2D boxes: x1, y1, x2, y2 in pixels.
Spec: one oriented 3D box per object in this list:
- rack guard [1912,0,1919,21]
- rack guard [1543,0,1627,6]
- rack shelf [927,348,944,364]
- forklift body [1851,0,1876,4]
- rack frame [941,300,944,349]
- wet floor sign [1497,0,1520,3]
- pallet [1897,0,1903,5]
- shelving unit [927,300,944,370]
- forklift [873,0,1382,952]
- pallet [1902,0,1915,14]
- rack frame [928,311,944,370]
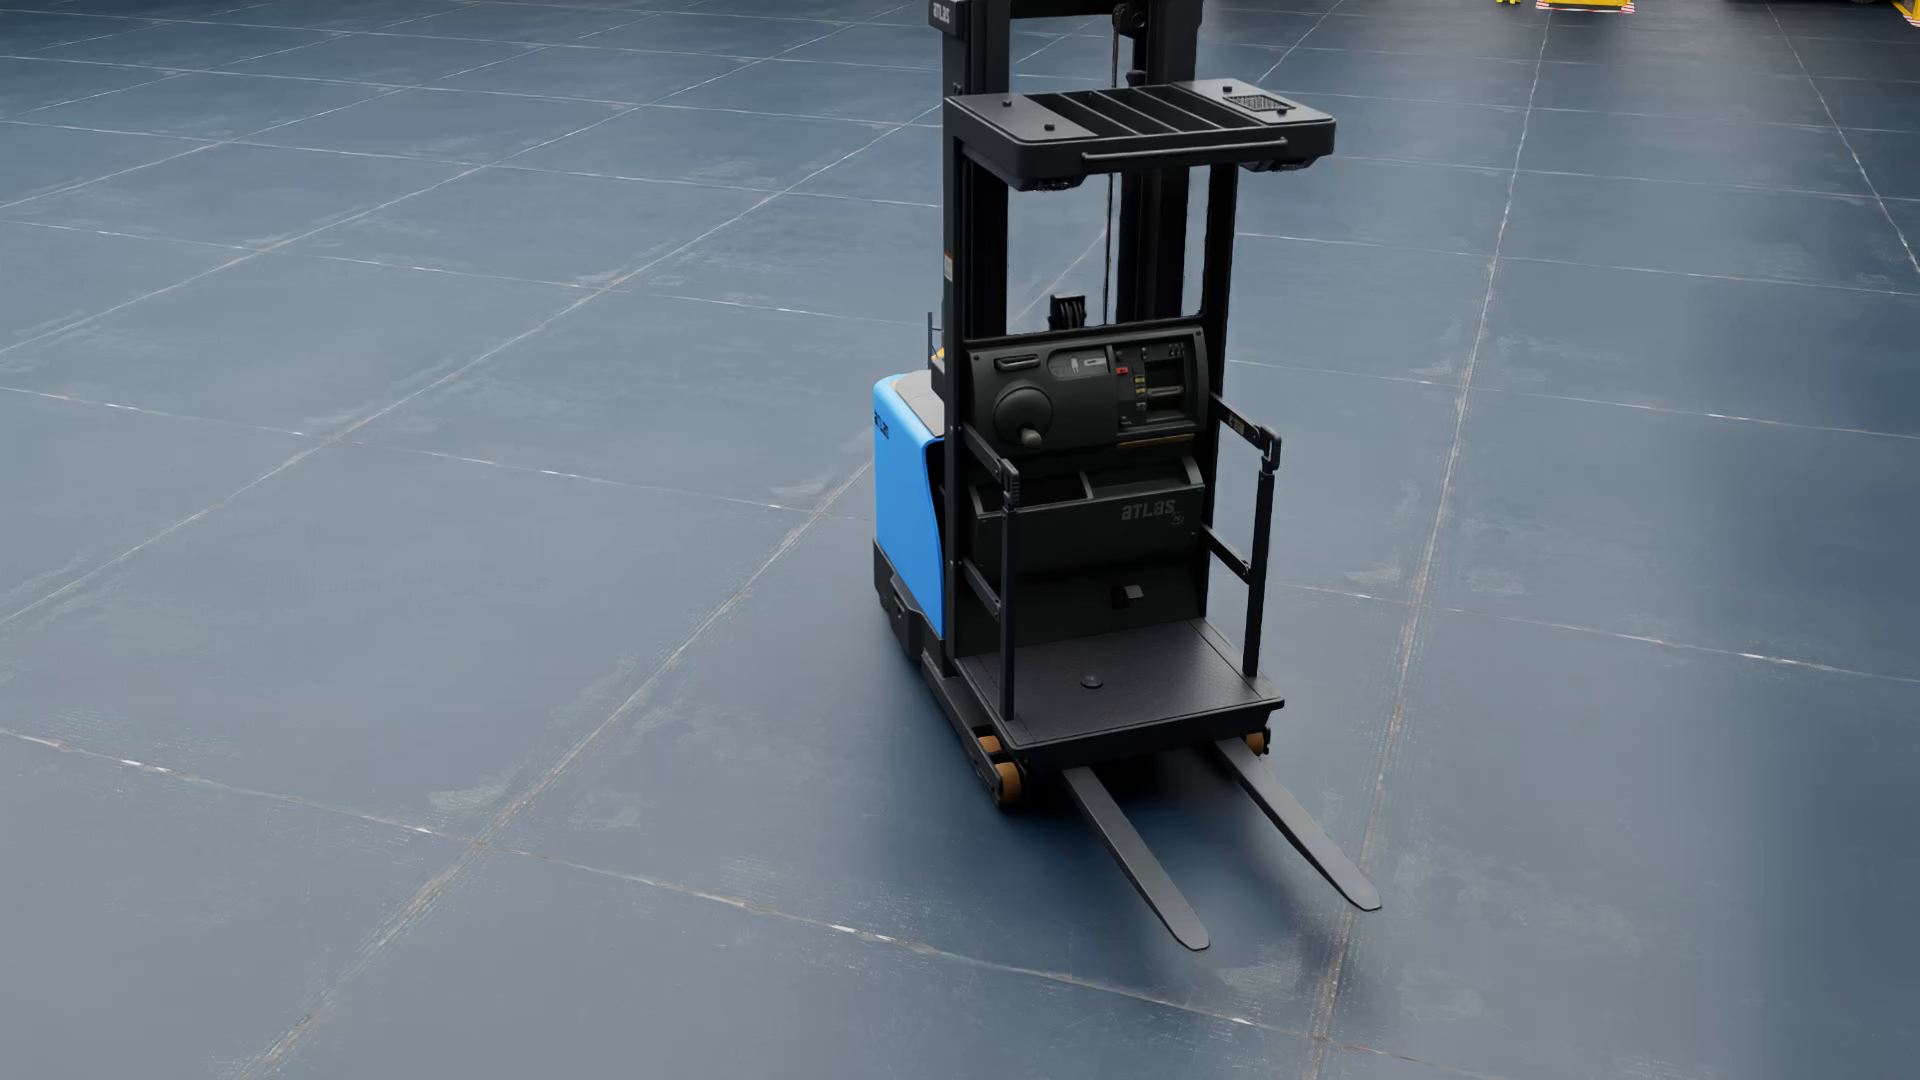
[{"bbox_3d":[13.962,-7.477,23.118,1.175,0.500,0.348,9,27,17],"label":"rack guard"},{"bbox_3d":[9.313,-8.236,24.687,1.175,0.500,0.348,9,27,17],"label":"rack guard"},{"bbox_3d":[-0.005,-0.818,7.839,0.258,0.103,0.180,9,27,17],"label":"rack shelf"},{"bbox_3d":[12.881,-9.273,24.935,2.313,2.155,1.214,9,27,17],"label":"forklift body"},{"bbox_3d":[0.026,-0.572,8.054,0.240,1.200,0.006,9,27,17],"label":"rack frame"},{"bbox_3d":[8.216,-8.347,24.750,0.267,0.644,0.232,20,32,35],"label":"wet floor sign"},{"bbox_3d":[14.593,-8.177,24.895,1.003,0.211,1.213,9,27,17],"label":"pallet"},{"bbox_3d":[-0.005,-0.534,7.976,0.258,1.200,0.189,9,27,17],"label":"shelving unit"},{"bbox_3d":[0.554,-0.525,5.970,1.130,2.935,3.031,-8,27,-17],"label":"forklift"},{"bbox_3d":[14.185,-7.677,23.863,1.003,0.211,1.213,9,27,17],"label":"pallet"},{"bbox_3d":[-0.035,-0.496,7.899,0.240,1.200,0.006,9,27,17],"label":"rack frame"}]
